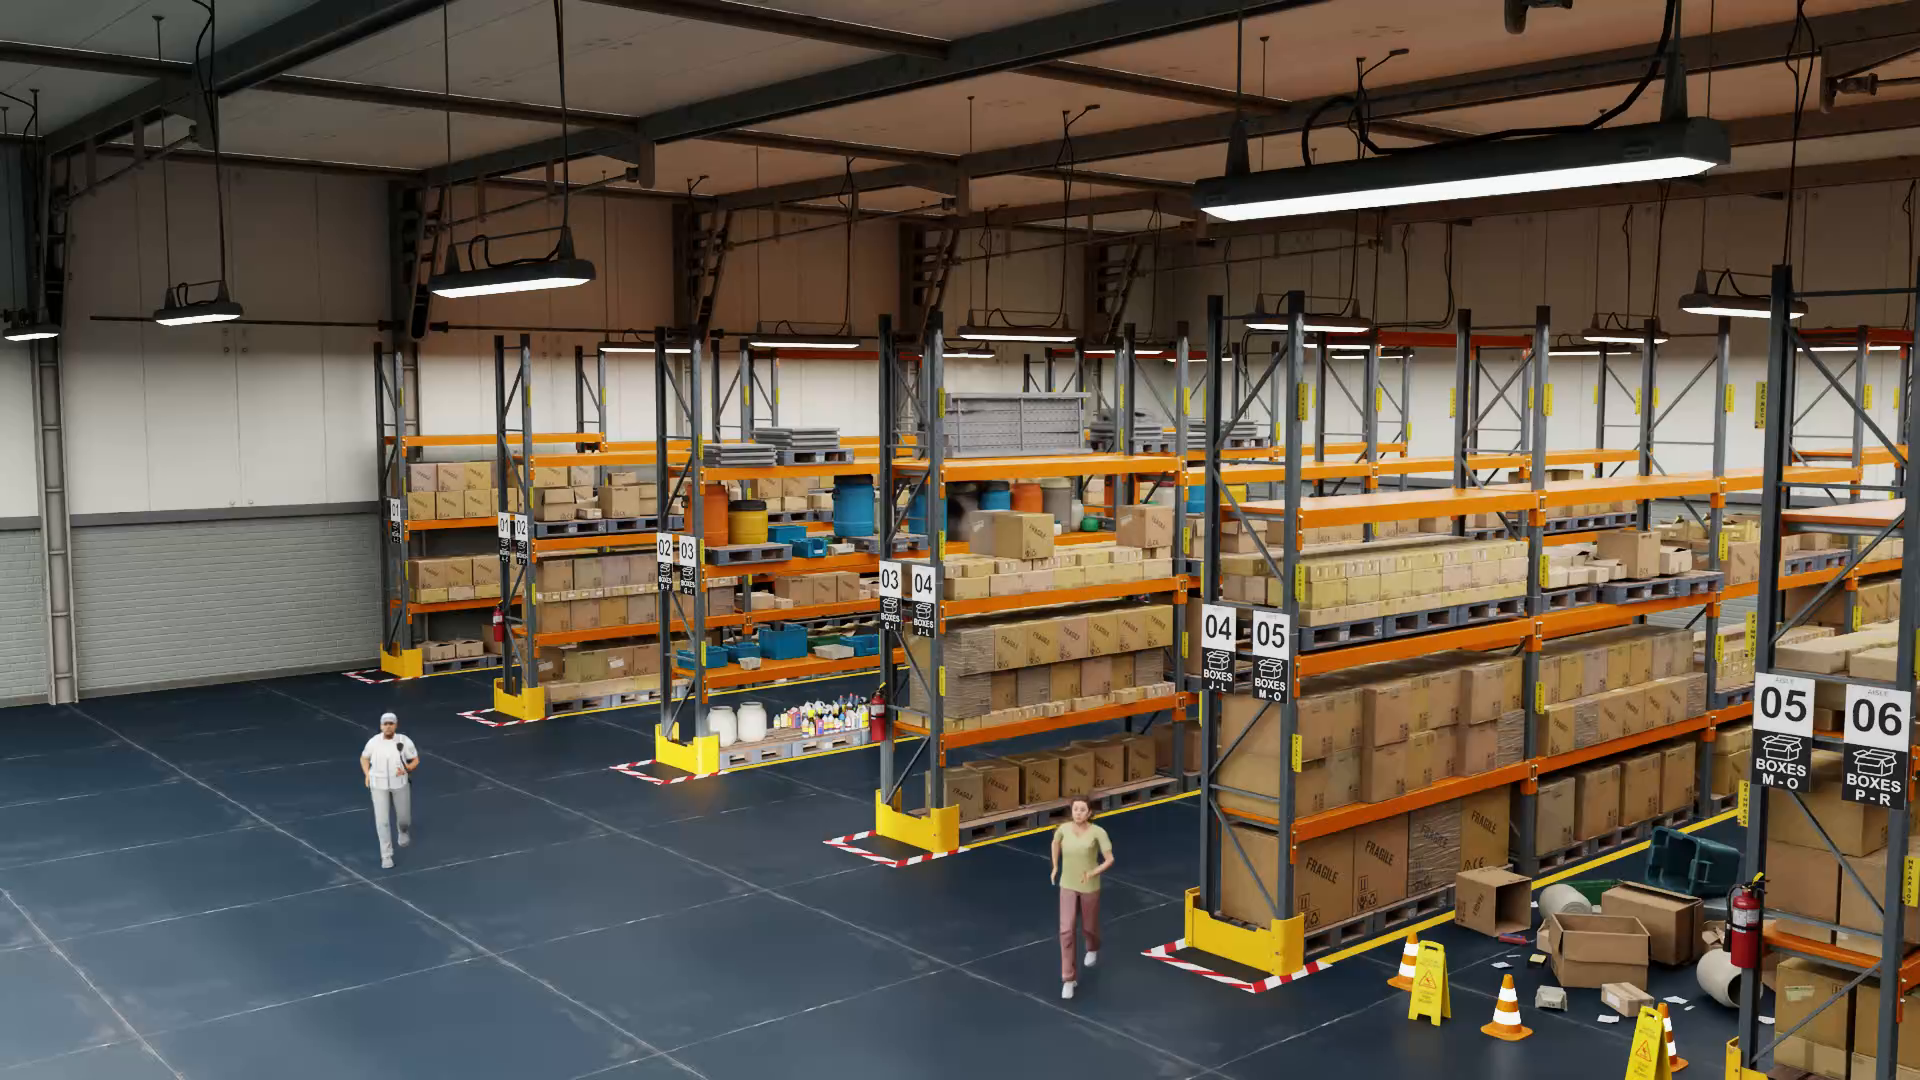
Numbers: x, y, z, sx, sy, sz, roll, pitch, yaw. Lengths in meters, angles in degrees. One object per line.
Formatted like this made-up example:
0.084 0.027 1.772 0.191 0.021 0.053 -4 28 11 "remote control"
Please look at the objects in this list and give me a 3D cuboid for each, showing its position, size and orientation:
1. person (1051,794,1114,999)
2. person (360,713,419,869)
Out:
1.048 3.018 14.406 0.593 1.671 0.898 1 5 16 "person"
-6.231 2.696 18.185 0.620 1.633 0.813 -2 5 -16 "person"
